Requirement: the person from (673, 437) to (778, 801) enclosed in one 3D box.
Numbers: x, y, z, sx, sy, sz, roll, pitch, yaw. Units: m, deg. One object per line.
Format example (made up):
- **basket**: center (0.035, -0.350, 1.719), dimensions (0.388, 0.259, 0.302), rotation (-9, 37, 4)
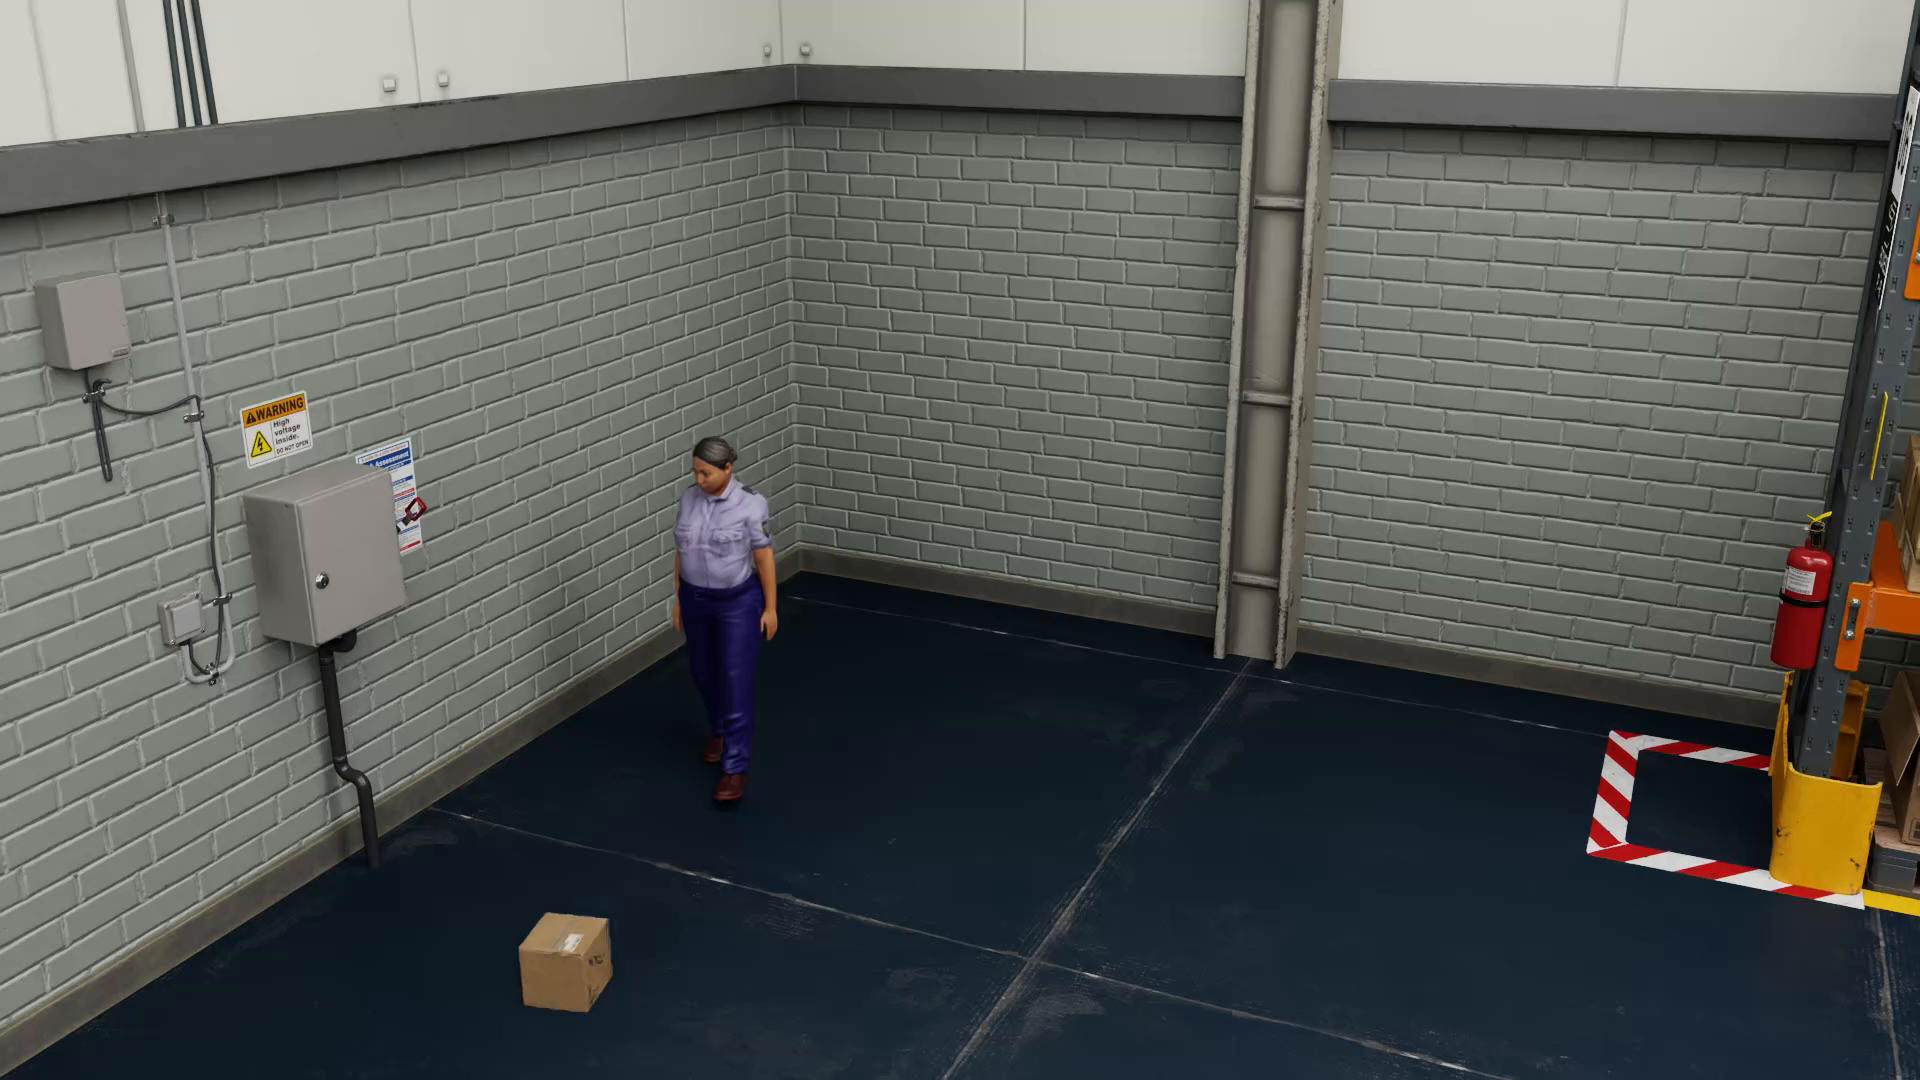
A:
- **person**: center (-1.123, 0.332, 7.617), dimensions (0.507, 1.634, 0.680), rotation (7, 20, 20)
